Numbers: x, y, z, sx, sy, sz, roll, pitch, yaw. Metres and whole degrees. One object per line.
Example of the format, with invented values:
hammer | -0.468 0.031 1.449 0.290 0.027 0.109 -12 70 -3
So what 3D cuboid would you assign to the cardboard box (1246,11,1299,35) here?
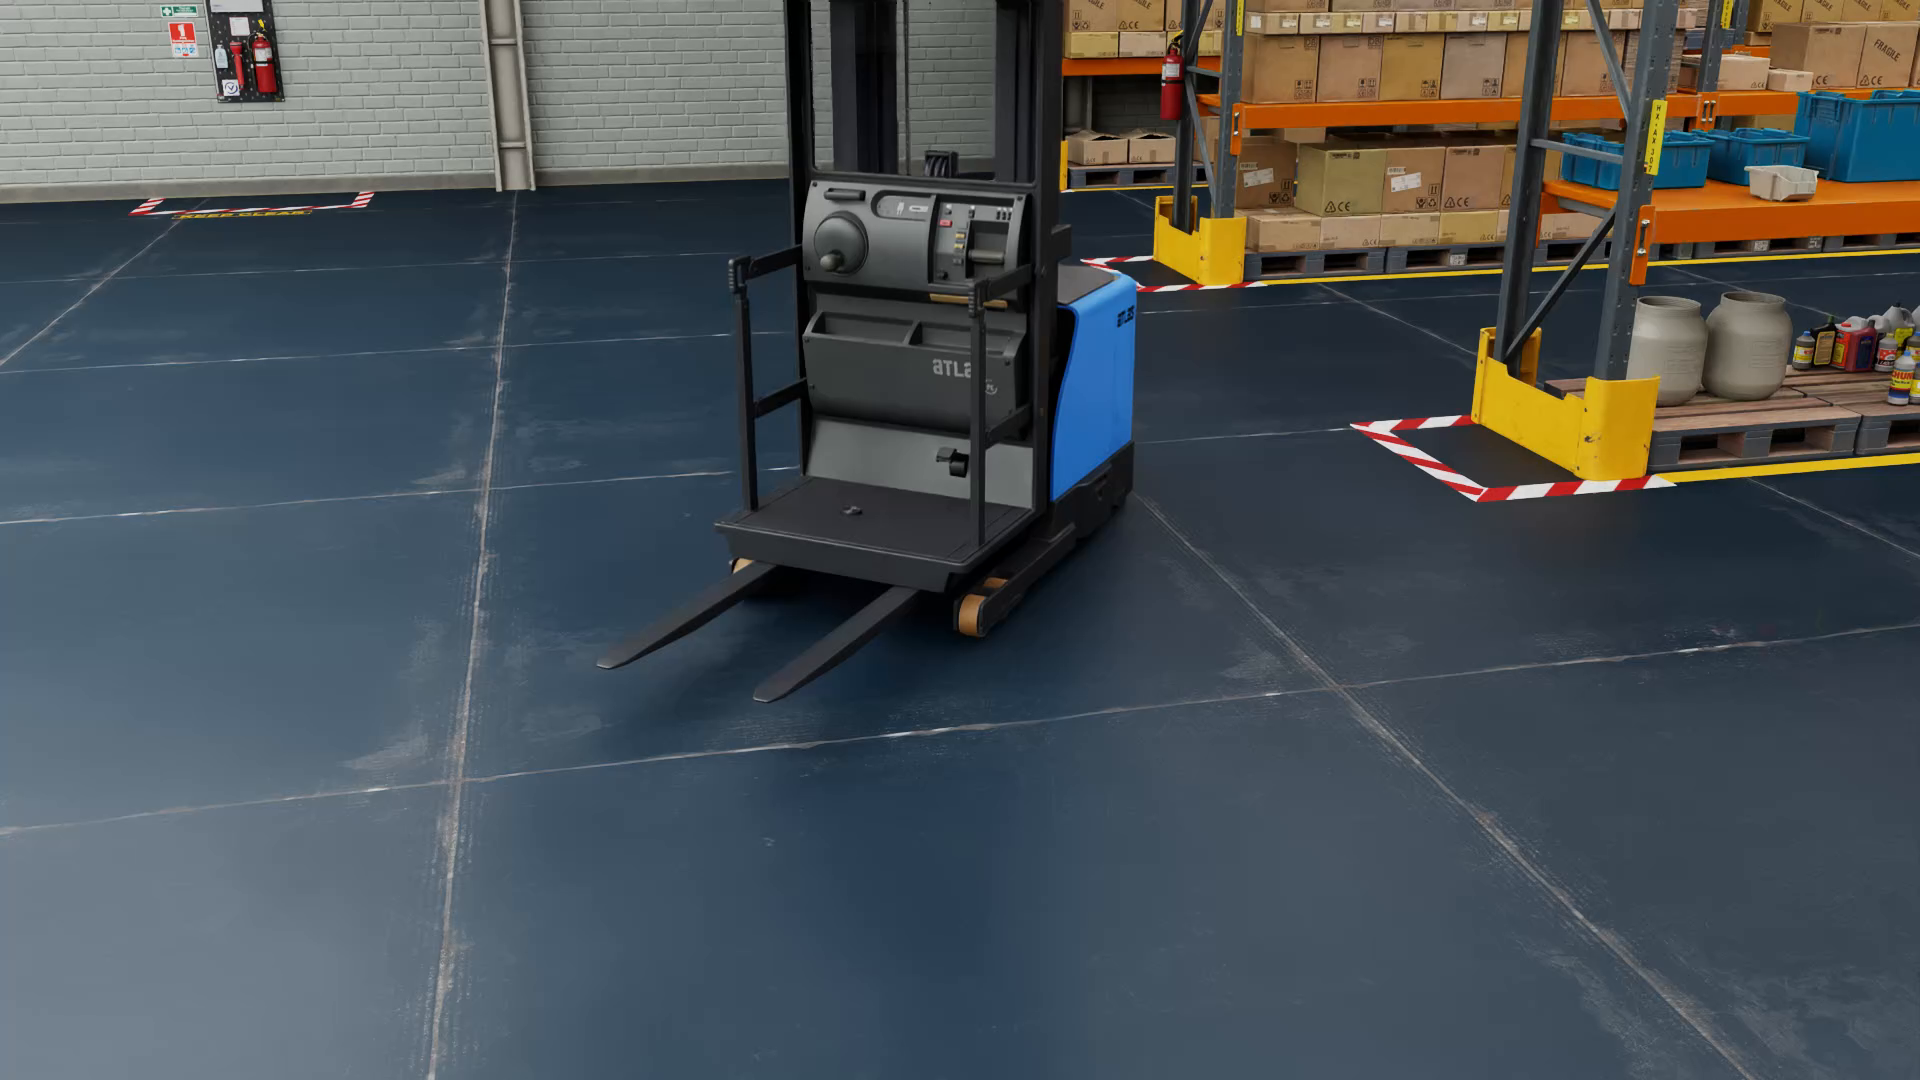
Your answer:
cardboard box | 2.320 -3.845 12.363 0.250 0.149 0.380 -5 21 -13

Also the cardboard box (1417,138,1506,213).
cardboard box | 3.922 -2.879 13.110 0.500 0.500 0.500 -5 21 -12

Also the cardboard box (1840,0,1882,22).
cardboard box | 10.057 -6.052 18.868 0.500 0.500 0.500 -5 21 -13

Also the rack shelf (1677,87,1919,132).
rack shelf | 7.728 -3.672 14.024 4.000 0.370 1.077 -5 21 -12

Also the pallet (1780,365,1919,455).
pallet | 5.065 -0.747 9.047 1.213 0.211 1.003 -5 21 -12

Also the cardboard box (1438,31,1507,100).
cardboard box | 3.852 -3.738 13.013 0.500 0.500 0.700 -4 21 -11

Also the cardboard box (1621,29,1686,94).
cardboard box | 5.351 -3.861 13.349 0.500 0.500 0.700 -5 21 -14

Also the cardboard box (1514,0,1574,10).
cardboard box | 4.372 -4.391 12.908 0.500 0.500 0.700 -5 21 -12

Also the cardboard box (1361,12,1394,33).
cardboard box | 3.065 -3.906 12.528 0.250 0.149 0.380 -5 21 -13

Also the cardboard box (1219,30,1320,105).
cardboard box | 2.346 -3.615 12.676 0.500 0.500 0.700 -5 21 -12

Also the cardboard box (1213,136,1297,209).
cardboard box | 2.342 -2.935 13.263 0.500 0.500 0.500 -5 21 -12

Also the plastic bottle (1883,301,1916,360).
plastic bottle | 5.258 -1.168 9.353 0.185 0.351 0.144 -4 20 -10

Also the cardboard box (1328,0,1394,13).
cardboard box | 2.908 -4.271 12.583 0.500 0.500 0.700 -5 21 -14

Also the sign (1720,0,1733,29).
sign | 5.910 -4.110 12.799 0.005 0.325 0.100 -5 21 -12

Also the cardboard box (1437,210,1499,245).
cardboard box | 3.922 -2.527 13.240 0.500 0.250 0.500 -5 21 -12

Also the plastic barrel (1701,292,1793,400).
plastic barrel | 4.135 -1.023 8.753 0.421 0.512 0.421 0 20 0

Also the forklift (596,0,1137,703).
forklift | -0.272 -1.174 6.259 1.130 2.935 3.031 9 22 23

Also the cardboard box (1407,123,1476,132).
cardboard box | 5.350 -4.606 18.522 0.500 0.500 0.700 -4 20 -11

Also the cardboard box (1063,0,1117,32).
cardboard box | 1.279 -5.421 16.851 0.500 0.500 0.500 -5 21 -12

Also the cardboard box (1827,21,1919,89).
cardboard box | 7.532 -4.035 13.824 0.500 0.500 0.500 -5 21 -12

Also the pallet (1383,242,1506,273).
pallet | 3.808 -2.396 13.547 1.213 0.211 1.003 -5 21 -12

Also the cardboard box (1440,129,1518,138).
cardboard box | 4.285 -3.099 13.709 0.500 0.500 0.500 -5 21 -12

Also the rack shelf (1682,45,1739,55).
rack shelf | 6.584 -5.330 18.550 4.000 0.370 1.077 -5 21 -12

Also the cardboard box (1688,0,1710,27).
cardboard box | 8.075 -6.039 18.655 0.500 0.500 0.700 -7 21 -19

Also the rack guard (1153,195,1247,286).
rack guard | 1.865 -2.359 13.029 0.348 0.500 1.175 -5 21 -12

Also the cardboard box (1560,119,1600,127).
cardboard box | 6.837 -4.734 18.871 0.500 0.500 0.700 -5 21 -13

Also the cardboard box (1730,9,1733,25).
cardboard box | 8.929 -6.148 19.129 0.500 0.500 0.500 -5 21 -12

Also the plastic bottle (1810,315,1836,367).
plastic bottle | 4.821 -1.115 9.308 0.133 0.283 0.061 -4 21 -11

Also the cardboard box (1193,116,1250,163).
cardboard box | 2.719 -4.337 17.787 0.500 0.500 0.700 -6 21 -16

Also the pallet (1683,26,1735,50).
pallet | 7.861 -5.644 18.640 1.003 0.211 1.213 -5 21 -12

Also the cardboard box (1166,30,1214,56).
cardboard box | 2.292 -5.148 17.197 0.500 0.250 0.500 -5 21 -13

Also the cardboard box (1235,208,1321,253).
cardboard box | 2.462 -2.409 12.917 0.500 0.250 0.500 -5 21 -12

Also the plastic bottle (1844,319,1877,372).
plastic bottle | 4.988 -1.075 9.198 0.133 0.283 0.061 -5 21 -12

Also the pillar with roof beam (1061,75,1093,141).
pillar with roof beam | 2.218 -6.914 13.106 0.400 9.000 9.100 -5 21 -12

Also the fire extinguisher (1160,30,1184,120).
fire extinguisher | 1.667 -3.645 13.016 0.183 0.674 0.296 -5 21 -12

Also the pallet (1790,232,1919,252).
pallet | 7.679 -2.711 14.409 1.213 0.211 1.003 -5 21 -12

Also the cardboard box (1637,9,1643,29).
cardboard box | 5.325 -4.091 13.033 0.250 0.149 0.380 -5 21 -14

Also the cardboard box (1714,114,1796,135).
cardboard box | 9.276 -5.028 19.195 0.750 0.750 0.750 -5 21 -13

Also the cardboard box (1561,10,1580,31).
cardboard box | 4.575 -4.030 12.867 0.250 0.149 0.380 -5 21 -13

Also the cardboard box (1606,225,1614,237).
cardboard box | 5.380 -2.648 13.569 0.500 0.250 0.500 -5 21 -12

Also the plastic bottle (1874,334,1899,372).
plastic bottle | 5.145 -1.043 9.229 0.097 0.201 0.097 0 20 0

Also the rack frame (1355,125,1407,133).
rack frame | 4.638 -5.509 17.994 0.127 3.000 1.000 -5 21 -12

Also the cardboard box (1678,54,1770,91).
cardboard box | 6.250 -3.835 13.640 0.500 0.250 0.500 -3 20 -9

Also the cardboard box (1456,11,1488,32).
cardboard box | 3.816 -3.967 12.694 0.250 0.149 0.380 -4 21 -12

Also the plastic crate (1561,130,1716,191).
plastic crate | 3.443 -1.947 8.484 0.616 0.251 0.499 -5 21 -12

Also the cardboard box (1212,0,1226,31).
cardboard box | 2.766 -5.541 17.177 0.500 0.500 0.500 -4 20 -11

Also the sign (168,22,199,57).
sign | -7.587 -4.888 16.244 0.234 0.329 0.001 -5 21 -12
